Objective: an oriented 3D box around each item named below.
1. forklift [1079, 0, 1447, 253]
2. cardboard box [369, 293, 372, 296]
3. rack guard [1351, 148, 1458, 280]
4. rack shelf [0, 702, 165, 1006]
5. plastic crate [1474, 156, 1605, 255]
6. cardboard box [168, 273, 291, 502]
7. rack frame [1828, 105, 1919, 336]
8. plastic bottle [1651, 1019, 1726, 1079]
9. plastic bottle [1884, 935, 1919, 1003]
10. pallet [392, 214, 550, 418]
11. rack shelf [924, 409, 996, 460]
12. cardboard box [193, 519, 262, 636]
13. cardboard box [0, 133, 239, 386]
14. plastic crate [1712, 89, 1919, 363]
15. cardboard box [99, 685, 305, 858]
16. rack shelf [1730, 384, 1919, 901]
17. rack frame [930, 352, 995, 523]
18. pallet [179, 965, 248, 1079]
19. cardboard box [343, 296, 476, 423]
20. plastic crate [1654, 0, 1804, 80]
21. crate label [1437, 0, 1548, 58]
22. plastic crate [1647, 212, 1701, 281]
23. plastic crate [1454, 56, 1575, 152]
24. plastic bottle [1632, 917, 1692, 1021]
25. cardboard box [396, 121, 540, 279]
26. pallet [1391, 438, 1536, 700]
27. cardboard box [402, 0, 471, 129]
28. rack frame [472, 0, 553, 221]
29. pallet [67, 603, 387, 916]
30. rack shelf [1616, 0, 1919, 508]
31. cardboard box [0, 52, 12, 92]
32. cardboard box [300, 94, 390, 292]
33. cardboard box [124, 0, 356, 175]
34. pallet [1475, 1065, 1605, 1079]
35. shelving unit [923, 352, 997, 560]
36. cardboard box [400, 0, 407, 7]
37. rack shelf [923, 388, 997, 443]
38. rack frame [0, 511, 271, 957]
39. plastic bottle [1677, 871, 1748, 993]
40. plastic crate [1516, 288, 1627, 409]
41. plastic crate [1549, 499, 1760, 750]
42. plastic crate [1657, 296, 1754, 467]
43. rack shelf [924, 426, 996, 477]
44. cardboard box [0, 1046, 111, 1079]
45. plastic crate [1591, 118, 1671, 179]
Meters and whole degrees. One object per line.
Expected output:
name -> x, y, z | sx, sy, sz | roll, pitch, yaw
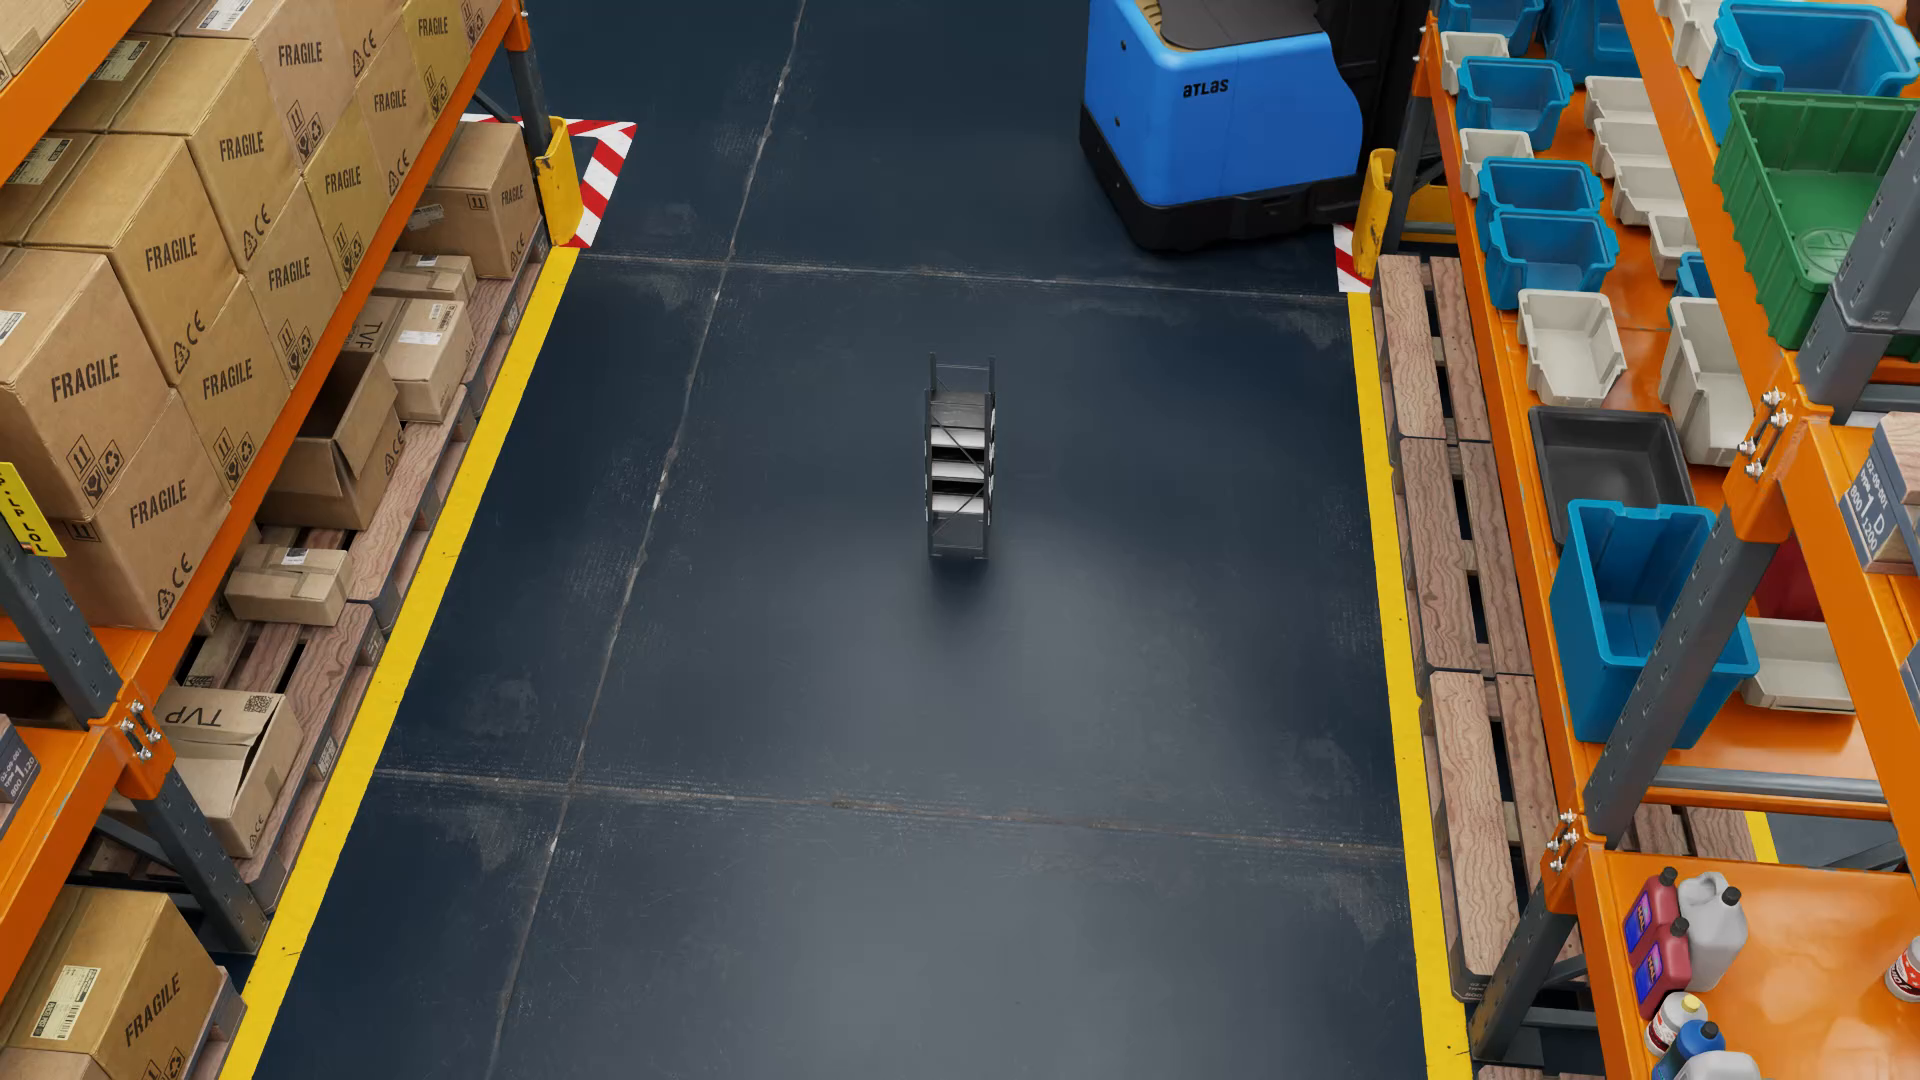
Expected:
forklift -> 2.185, -2.975, 7.485 | 3.031, 2.935, 1.130 | -12, 49, -10
cardboard box -> -2.827, -1.128, 7.314 | 0.500, 0.250, 0.500 | 4, 48, 4
rack guard -> 2.473, -1.494, 7.778 | 1.175, 0.500, 0.348 | 4, 48, 4
rack shelf -> -2.996, 1.997, 3.378 | 1.077, 0.370, 4.000 | 4, 48, 4
plastic crate -> 2.013, -1.156, 5.847 | 0.416, 0.233, 0.300 | 4, 48, 4
cardboard box -> -2.452, -0.482, 5.090 | 0.500, 0.500, 0.500 | 5, 48, 4
rack frame -> 2.119, -1.405, 1.936 | 1.000, 3.000, 0.127 | 4, 48, 4
plastic bottle -> 1.647, 1.160, 3.743 | 0.097, 0.271, 0.097 | 0, 48, 0
plastic bottle -> 2.279, 1.004, 3.934 | 0.097, 0.201, 0.097 | 0, 48, 0
pallet -> -2.528, -1.072, 7.588 | 1.003, 0.211, 1.213 | 4, 48, 4
rack shelf -> 0.001, -0.409, 6.315 | 0.258, 0.077, 0.200 | 4, 48, 4
cardboard box -> -2.976, 0.054, 6.191 | 0.500, 0.311, 0.500 | 4, 48, 4
cardboard box -> -2.444, -0.793, 4.697 | 0.500, 0.500, 0.500 | 3, 48, 2
plastic crate -> 1.856, -0.652, 3.425 | 0.450, 0.188, 0.662 | 4, 48, 4
cardboard box -> -2.560, 0.749, 5.556 | 0.500, 0.311, 0.500 | 4, 48, 4
rack shelf -> 1.936, 1.320, 1.964 | 1.077, 0.370, 4.000 | 4, 48, 4
rack frame -> 0.010, -0.384, 6.492 | 0.240, 0.900, 0.006 | 4, 48, 4
pallet -> -2.850, 1.826, 4.937 | 1.003, 0.211, 1.213 | 4, 48, 4
cardboard box -> -2.370, -0.763, 6.981 | 0.500, 0.250, 0.500 | 4, 48, 4
plastic crate -> 1.856, -1.263, 4.019 | 0.293, 0.136, 0.466 | 4, 48, 4
crate label -> 2.133, -2.124, 6.732 | 0.416, 0.233, 0.303 | 4, 48, 4
plastic crate -> 2.539, -1.002, 5.772 | 0.298, 0.136, 0.250 | 4, 48, 4
plastic crate -> 2.073, -1.640, 6.290 | 0.416, 0.233, 0.300 | 4, 48, 4
plastic bottle -> 1.648, 0.998, 3.883 | 0.061, 0.283, 0.133 | 4, 48, 4
cardboard box -> -2.253, -1.544, 7.525 | 0.500, 0.500, 0.500 | 4, 48, 4
pallet -> 2.256, 0.119, 6.498 | 1.003, 0.211, 1.213 | 4, 48, 4
cardboard box -> -2.263, -1.960, 6.442 | 0.500, 0.500, 0.500 | 4, 48, 4
rack frame -> -2.449, -2.655, 7.146 | 1.000, 3.000, 0.127 | 4, 48, 4
pallet -> -2.750, 0.721, 5.948 | 1.003, 0.211, 1.213 | 4, 48, 4
rack shelf -> 2.301, -1.619, 4.653 | 1.077, 0.370, 4.000 | 4, 48, 4
cardboard box -> -2.523, -1.018, 3.717 | 0.500, 0.250, 0.500 | 4, 48, 4
cardboard box -> -2.360, -1.223, 5.768 | 0.500, 0.500, 0.500 | 3, 48, 3
cardboard box -> -2.351, -1.551, 5.390 | 0.500, 0.500, 0.500 | 5, 48, 5
pallet -> 2.007, 2.126, 4.663 | 1.003, 0.211, 1.213 | 4, 48, 4
shelving unit -> 0.001, -0.310, 6.423 | 0.258, 0.900, 0.210 | 4, 48, 4
cardboard box -> -2.261, -2.309, 6.084 | 0.500, 0.500, 0.500 | 5, 48, 5
rack shelf -> 0.001, -0.469, 6.249 | 0.258, 0.077, 0.200 | 4, 48, 4
rack frame -> -2.814, 0.284, 4.457 | 1.000, 3.000, 0.127 | 4, 48, 4
plastic bottle -> 1.760, 0.903, 3.924 | 0.144, 0.351, 0.185 | 4, 48, 4
plastic crate -> 1.978, -0.611, 5.414 | 0.293, 0.136, 0.466 | 4, 48, 4
plastic crate -> 1.822, 0.239, 4.468 | 0.392, 0.384, 0.575 | 4, 48, 4
plastic crate -> 2.441, -0.470, 5.186 | 0.437, 0.282, 0.530 | 4, 48, 4
rack shelf -> 0.001, -0.348, 6.382 | 0.258, 0.077, 0.200 | 4, 48, 4
cardboard box -> -2.627, 1.724, 4.536 | 0.500, 0.500, 0.500 | 4, 48, 4
plastic crate -> 2.548, -1.427, 6.160 | 0.396, 0.136, 0.243 | 4, 48, 4
